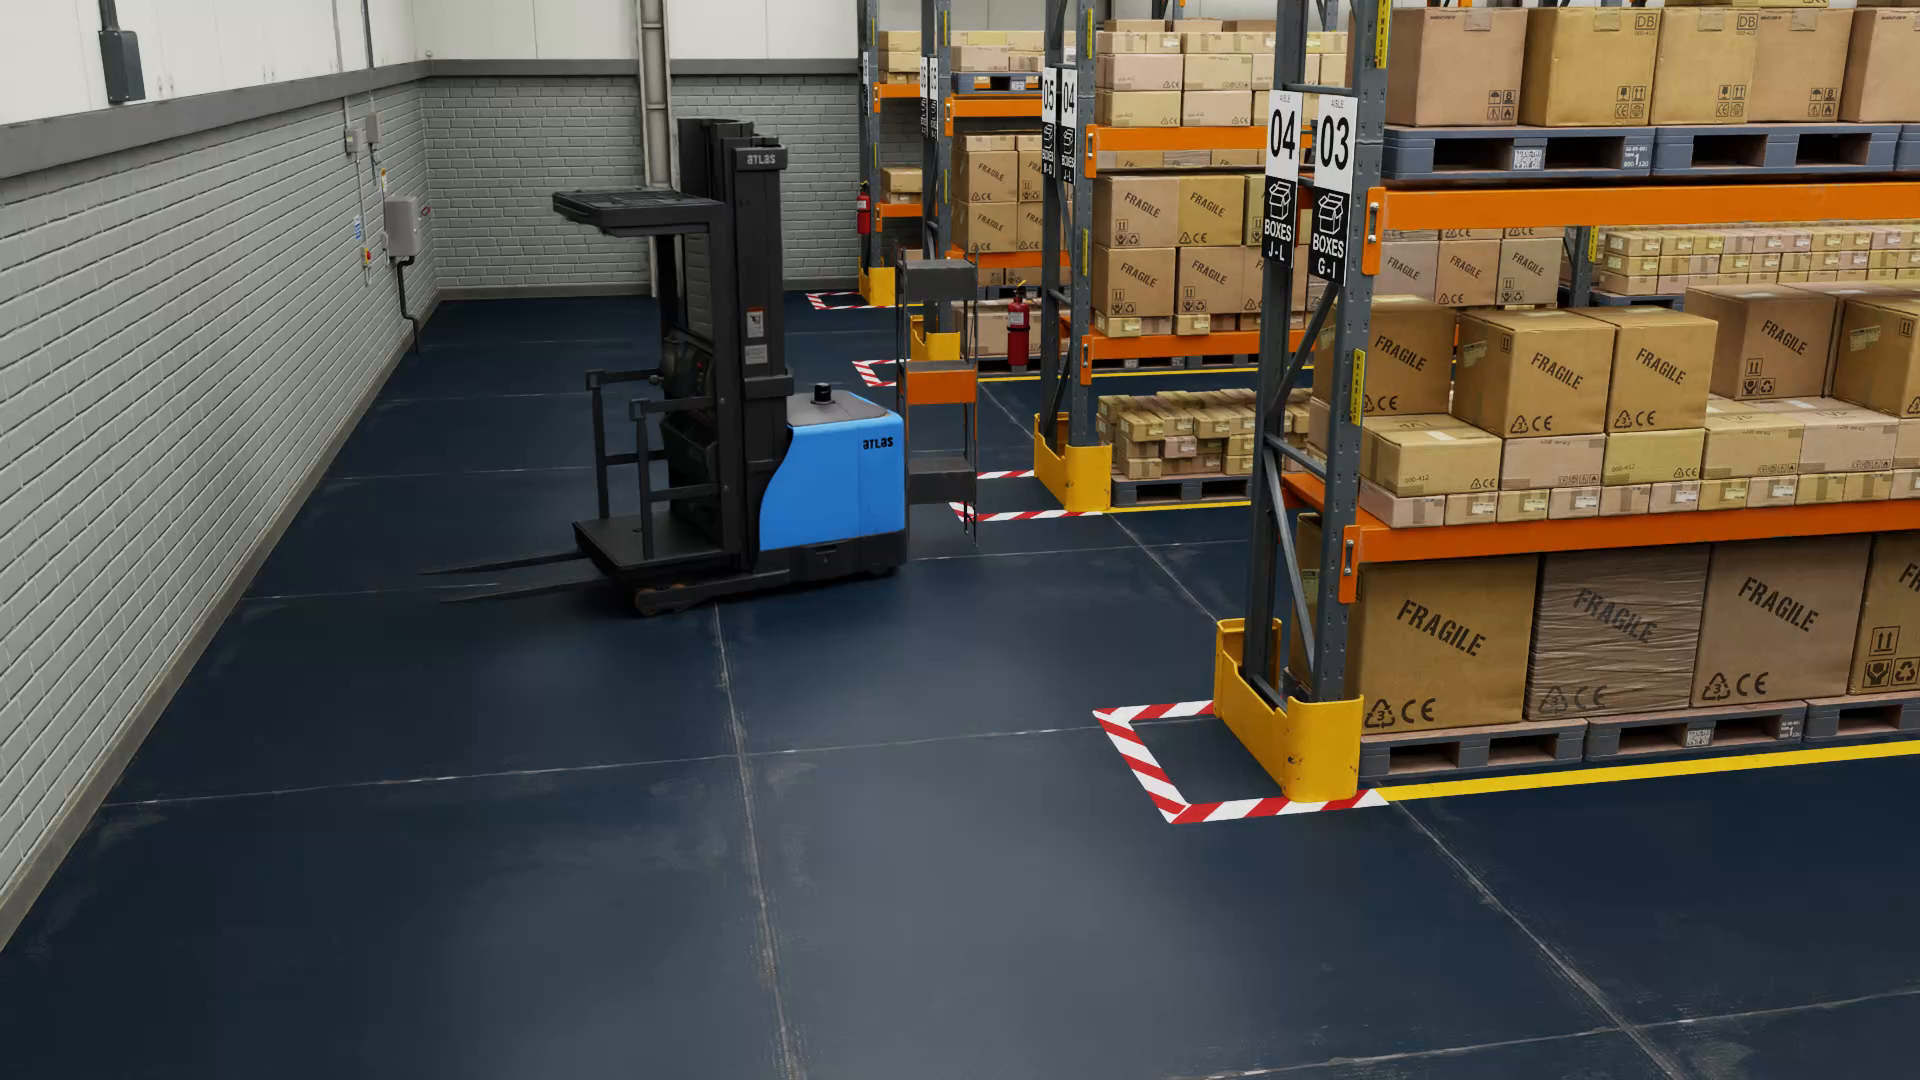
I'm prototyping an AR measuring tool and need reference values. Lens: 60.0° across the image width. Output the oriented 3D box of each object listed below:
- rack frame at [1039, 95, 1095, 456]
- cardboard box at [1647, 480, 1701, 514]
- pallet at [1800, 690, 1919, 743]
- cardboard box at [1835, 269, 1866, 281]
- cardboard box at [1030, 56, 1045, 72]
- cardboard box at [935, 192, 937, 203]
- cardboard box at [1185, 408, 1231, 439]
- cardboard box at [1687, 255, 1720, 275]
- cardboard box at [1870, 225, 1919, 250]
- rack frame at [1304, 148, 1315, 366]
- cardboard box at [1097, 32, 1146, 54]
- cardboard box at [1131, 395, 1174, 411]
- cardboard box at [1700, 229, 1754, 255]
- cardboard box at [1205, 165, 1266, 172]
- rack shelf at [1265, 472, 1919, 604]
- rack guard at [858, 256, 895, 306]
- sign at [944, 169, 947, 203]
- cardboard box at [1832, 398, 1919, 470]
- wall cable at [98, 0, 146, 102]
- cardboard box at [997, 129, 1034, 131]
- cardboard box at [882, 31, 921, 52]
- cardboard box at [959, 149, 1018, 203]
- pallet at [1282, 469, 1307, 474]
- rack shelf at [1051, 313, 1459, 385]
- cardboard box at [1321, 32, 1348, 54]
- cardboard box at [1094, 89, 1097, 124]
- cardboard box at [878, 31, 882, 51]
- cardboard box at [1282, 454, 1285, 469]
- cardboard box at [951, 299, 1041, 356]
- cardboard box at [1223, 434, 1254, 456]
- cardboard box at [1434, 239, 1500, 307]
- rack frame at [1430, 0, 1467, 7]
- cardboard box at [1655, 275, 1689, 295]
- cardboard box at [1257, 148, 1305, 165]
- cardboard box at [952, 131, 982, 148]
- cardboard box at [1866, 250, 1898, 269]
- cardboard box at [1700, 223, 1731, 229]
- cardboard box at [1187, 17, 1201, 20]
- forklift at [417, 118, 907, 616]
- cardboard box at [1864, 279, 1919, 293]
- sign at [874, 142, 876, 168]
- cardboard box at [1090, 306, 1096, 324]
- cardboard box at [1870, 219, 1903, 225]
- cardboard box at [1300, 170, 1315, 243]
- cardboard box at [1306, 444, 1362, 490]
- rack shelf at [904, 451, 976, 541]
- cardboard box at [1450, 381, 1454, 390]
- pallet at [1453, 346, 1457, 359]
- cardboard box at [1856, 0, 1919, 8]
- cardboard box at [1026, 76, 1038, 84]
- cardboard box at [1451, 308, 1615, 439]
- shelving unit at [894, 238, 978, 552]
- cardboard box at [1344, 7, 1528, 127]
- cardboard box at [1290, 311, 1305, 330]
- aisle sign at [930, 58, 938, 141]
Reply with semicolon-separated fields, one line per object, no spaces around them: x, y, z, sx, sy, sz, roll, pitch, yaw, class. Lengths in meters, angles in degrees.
0.794;-1.811;12.600;0.127;3.000;1.000;-3;17;-10;rack frame
3.309;-0.253;7.954;0.250;0.149;0.380;-3;17;-11;cardboard box
4.802;0.754;8.997;1.213;0.211;1.003;-3;17;-10;pallet
6.991;-2.108;13.278;0.250;0.149;0.380;-3;17;-9;cardboard box
0.868;-4.789;16.729;0.250;0.149;0.380;-3;17;-8;cardboard box
-0.322;-4.535;21.895;0.250;0.149;0.380;-3;17;-11;cardboard box
1.893;-0.892;12.734;0.250;0.149;0.380;-3;17;-11;cardboard box
5.703;-2.176;12.993;0.250;0.149;0.380;-3;17;-9;cardboard box
7.489;-2.419;13.277;0.250;0.149;0.380;-3;17;-9;cardboard box
3.683;-3.455;17.953;0.127;3.000;1.000;-3;17;-10;rack frame
1.156;-3.555;11.895;0.250;0.149;0.380;-3;17;-11;cardboard box
1.524;-1.034;13.195;0.250;0.149;0.380;-3;17;-9;cardboard box
5.966;-2.333;12.996;0.250;0.149;0.380;-3;17;-11;cardboard box
2.203;-2.636;12.906;0.500;0.500;0.500;-2;17;-8;cardboard box
3.600;-0.143;8.395;4.000;0.370;1.077;-3;17;-10;rack shelf
-1.115;-3.473;22.267;0.348;0.500;1.175;-3;17;-10;rack guard
-0.145;-3.524;16.567;0.005;0.325;0.100;-3;17;-10;sign
4.672;-0.539;8.208;0.500;0.250;0.500;-3;17;-9;cardboard box
-4.570;-5.460;8.783;0.120;5.999;2.277;-3;17;-10;wall cable
0.780;-5.124;21.856;0.500;0.500;0.500;-3;17;-9;cardboard box
-0.706;-6.359;21.195;0.500;0.250;0.500;-3;17;-11;cardboard box
0.281;-3.703;16.886;0.500;0.500;0.500;-4;17;-12;cardboard box
2.869;-0.585;13.355;1.213;0.211;1.003;-3;17;-10;pallet
2.758;-1.579;13.068;4.000;0.370;1.077;-3;17;-10;rack shelf
2.686;-3.633;12.149;0.250;0.149;0.380;-3;17;-9;cardboard box
1.191;-3.275;12.513;0.500;0.250;0.500;-4;17;-12;cardboard box
-0.806;-6.512;21.693;0.500;0.250;0.500;-4;17;-12;cardboard box
2.357;-0.664;13.007;0.250;0.149;0.380;-3;17;-10;cardboard box
0.385;-2.274;17.756;0.875;0.438;0.875;-4;17;-12;cardboard box
2.133;-0.768;12.836;0.250;0.149;0.380;-3;17;-9;cardboard box
3.790;-2.087;12.821;0.500;0.500;0.500;-4;17;-12;cardboard box
6.665;-7.977;22.456;0.127;3.000;1.000;-3;17;-10;rack frame
5.467;-2.021;12.996;0.250;0.149;0.380;-3;17;-10;cardboard box
3.272;-3.875;17.447;0.500;0.500;0.500;-3;17;-11;cardboard box
0.070;-4.146;17.224;0.250;0.149;0.380;-3;17;-10;cardboard box
7.240;-2.263;13.277;0.250;0.149;0.380;-3;17;-11;cardboard box
6.096;-2.534;13.653;0.250;0.149;0.380;-4;17;-12;cardboard box
3.100;-6.705;21.754;0.258;0.266;0.396;-3;17;-11;cardboard box
-1.902;-1.108;10.428;3.031;2.935;1.130;-9;19;-26;forklift
5.045;-1.075;8.673;0.500;0.500;0.500;-3;17;-10;cardboard box
-1.086;-4.921;21.249;0.005;0.325;0.100;-3;17;-10;sign
1.061;-1.791;12.961;0.250;0.149;0.380;-3;17;-10;cardboard box
7.653;-2.624;13.945;0.250;0.149;0.380;-3;17;-11;cardboard box
2.794;-2.510;12.494;0.500;0.500;0.500;-4;17;-12;cardboard box
1.923;-0.370;8.337;0.250;0.149;0.380;-3;17;-9;cardboard box
-0.163;-0.312;11.683;0.480;0.518;0.431;-3;17;-10;rack shelf
4.062;-1.199;13.733;0.250;0.149;0.380;-2;17;-8;cardboard box
5.627;-2.256;18.798;1.213;0.211;1.003;-3;17;-10;pallet
4.639;-2.637;7.846;0.500;0.250;0.500;-4;18;-14;cardboard box
0.935;-6.001;21.558;0.250;0.149;0.380;-3;17;-9;cardboard box
2.649;-0.782;7.719;0.500;0.500;0.500;-4;17;-12;cardboard box
-0.163;-0.995;11.473;0.503;2.100;0.431;-3;17;-10;shelving unit
2.136;-2.150;7.540;0.500;0.500;0.700;-4;18;-14;cardboard box
2.438;-1.708;12.692;0.250;0.149;0.380;-4;17;-12;cardboard box
-0.260;-4.388;16.561;0.004;0.787;0.394;-3;17;-10;aisle sign
